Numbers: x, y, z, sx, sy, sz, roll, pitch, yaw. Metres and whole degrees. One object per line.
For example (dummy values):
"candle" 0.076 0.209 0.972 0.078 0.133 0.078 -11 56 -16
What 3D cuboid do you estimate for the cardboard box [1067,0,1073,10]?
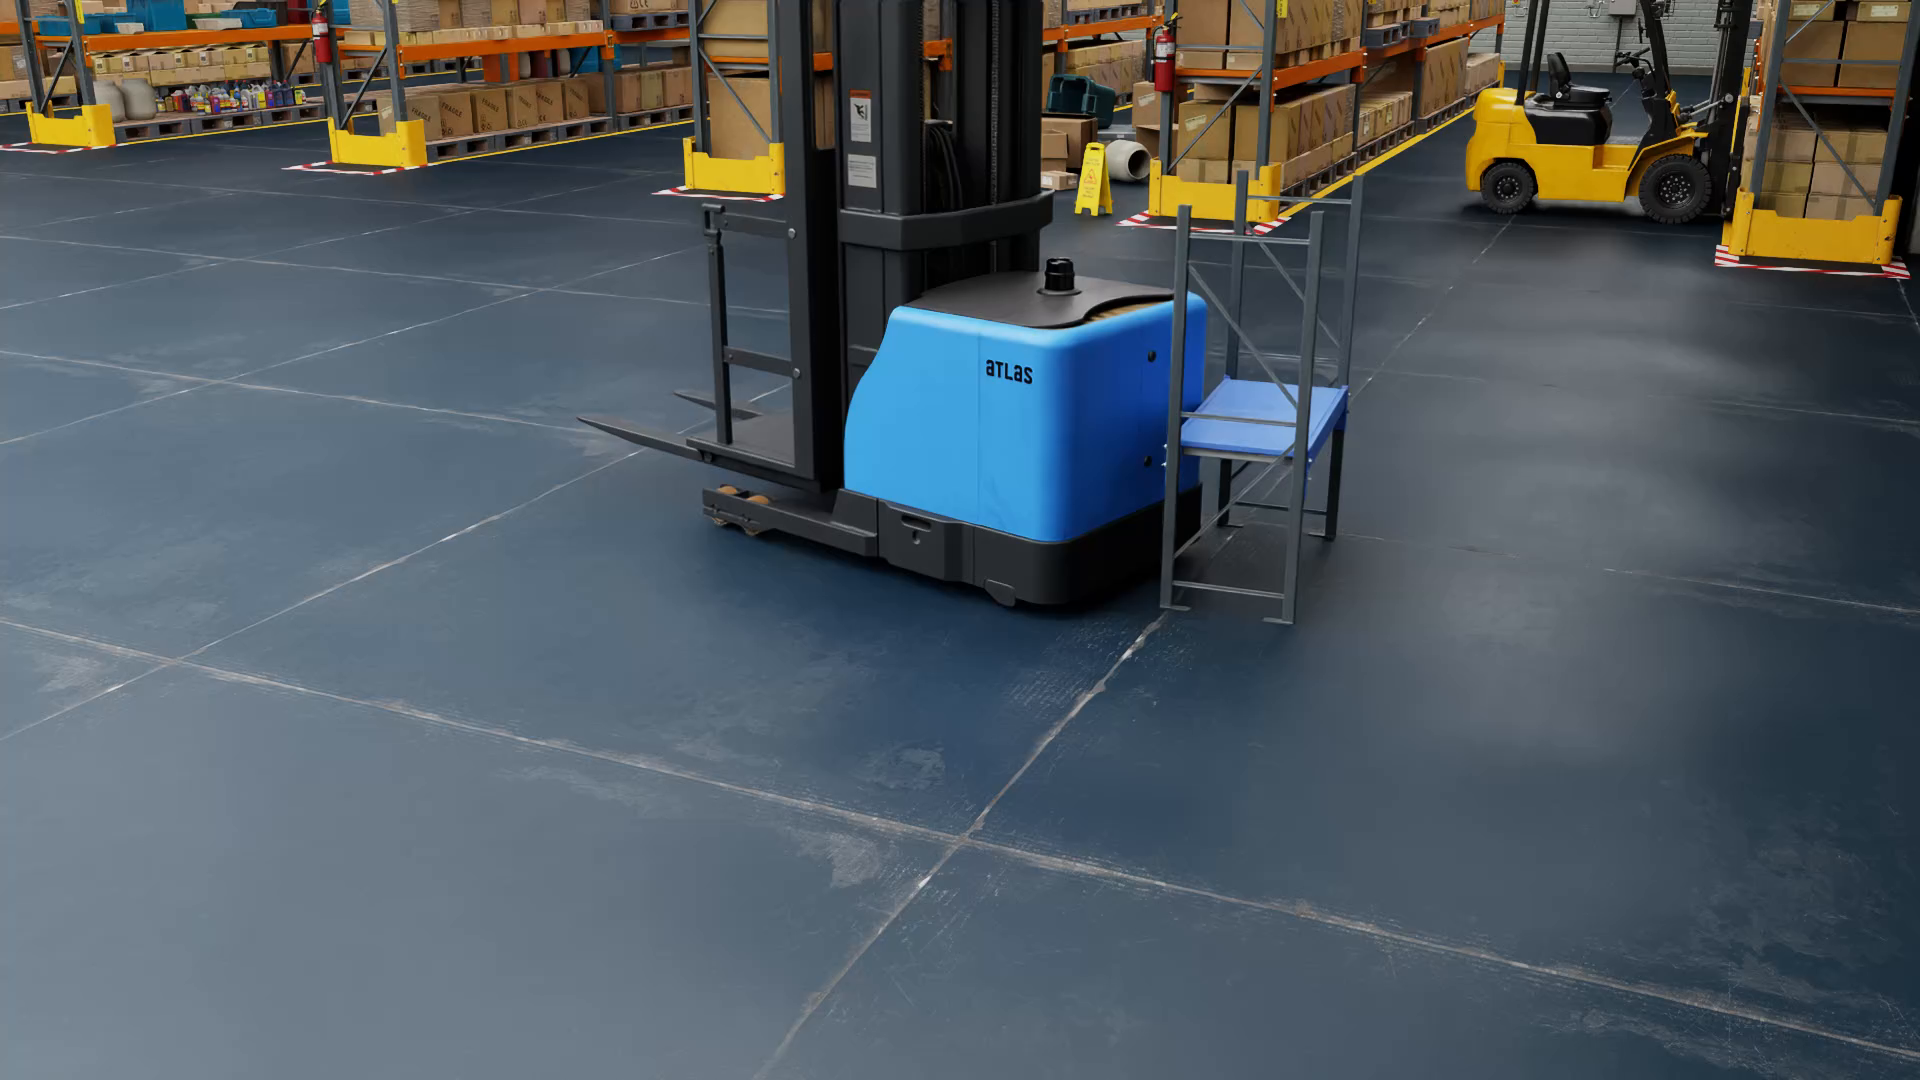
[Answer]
"cardboard box" 1.393 -7.669 23.803 0.380 0.149 0.250 8 21 22

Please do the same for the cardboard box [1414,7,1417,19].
"cardboard box" 5.447 -6.528 20.596 0.380 0.149 0.250 7 21 20

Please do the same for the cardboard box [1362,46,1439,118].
"cardboard box" 5.942 -6.228 22.549 0.875 0.875 0.875 8 21 22

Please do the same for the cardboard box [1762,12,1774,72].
"cardboard box" 7.426 -4.409 14.740 0.500 0.500 0.500 9 21 23

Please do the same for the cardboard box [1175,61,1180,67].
"cardboard box" 3.601 -8.165 28.635 0.380 0.149 0.250 8 21 22

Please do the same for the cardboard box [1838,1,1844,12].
"cardboard box" 8.133 -4.839 14.983 0.380 0.149 0.250 9 22 24

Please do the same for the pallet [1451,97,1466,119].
"pallet" 6.974 -6.494 24.915 1.003 0.211 1.213 9 21 23

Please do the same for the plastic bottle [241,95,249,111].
"plastic bottle" -9.919 -6.054 23.036 0.097 0.201 0.097 0 20 0

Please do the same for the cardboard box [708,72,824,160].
"cardboard box" -2.033 -4.448 17.542 0.875 0.875 0.875 9 21 23

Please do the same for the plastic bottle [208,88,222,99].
"plastic bottle" -10.429 -6.182 23.284 0.152 0.276 0.135 9 21 23

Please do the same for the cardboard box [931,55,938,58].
"cardboard box" -0.743 -9.349 31.324 0.875 0.875 0.875 9 21 23

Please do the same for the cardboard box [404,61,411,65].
"cardboard box" -11.006 -9.464 32.178 0.500 0.500 0.500 9 21 23

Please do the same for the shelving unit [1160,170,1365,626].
"shelving unit" 1.168 -0.585 6.375 0.538 1.500 1.048 7 21 19

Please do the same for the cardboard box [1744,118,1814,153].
"cardboard box" 6.945 -3.420 14.094 0.500 0.250 0.500 9 21 24

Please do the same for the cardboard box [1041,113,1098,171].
"cardboard box" 1.092 -4.445 18.514 0.797 0.637 0.503 9 21 23

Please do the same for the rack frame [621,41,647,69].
"rack frame" -6.338 -10.094 30.875 1.000 3.000 0.127 9 21 23

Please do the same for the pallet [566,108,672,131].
"pallet" -4.778 -5.893 23.224 1.003 0.211 1.213 9 21 23

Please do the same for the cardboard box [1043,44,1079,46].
"cardboard box" 1.486 -7.408 25.306 0.500 0.250 0.500 9 22 24

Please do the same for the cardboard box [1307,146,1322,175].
"cardboard box" 3.318 -3.821 16.712 0.500 0.250 0.500 10 22 26

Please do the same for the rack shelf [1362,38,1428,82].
"rack shelf" 4.764 -5.881 20.103 1.077 0.370 4.000 9 21 23

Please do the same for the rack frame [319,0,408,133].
"rack frame" -6.734 -5.746 18.649 1.000 3.000 0.127 9 21 23

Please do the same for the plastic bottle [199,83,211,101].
"plastic bottle" -10.575 -6.230 23.307 0.144 0.351 0.185 8 21 22

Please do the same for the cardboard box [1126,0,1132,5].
"cardboard box" 2.472 -8.478 26.080 0.380 0.149 0.250 8 21 23

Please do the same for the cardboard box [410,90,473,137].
"cardboard box" -6.249 -5.142 20.055 0.500 0.500 0.500 15 25 37

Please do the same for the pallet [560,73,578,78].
"pallet" -7.191 -8.176 29.642 1.003 0.211 1.213 9 21 23

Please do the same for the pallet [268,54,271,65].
"pallet" -14.994 -10.361 35.788 1.003 0.211 1.213 9 21 23

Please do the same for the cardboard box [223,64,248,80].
"cardboard box" -12.695 -8.102 28.750 0.500 0.250 0.500 8 21 22

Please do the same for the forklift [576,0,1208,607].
"forklift" -0.474 -1.521 6.872 3.031 2.935 1.130 16 25 37

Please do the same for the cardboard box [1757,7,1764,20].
"cardboard box" 10.032 -6.485 20.474 0.380 0.149 0.250 9 21 24

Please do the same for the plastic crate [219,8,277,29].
"plastic crate" -9.820 -7.203 22.967 0.499 0.251 0.616 9 21 23

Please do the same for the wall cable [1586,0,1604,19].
"wall cable" 12.446 -11.292 32.727 0.588 1.984 0.122 9 21 23

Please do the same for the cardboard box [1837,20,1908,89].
"cardboard box" 7.294 -3.867 13.215 0.500 0.500 0.500 9 22 24

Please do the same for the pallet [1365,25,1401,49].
"pallet" 4.391 -5.732 18.897 1.003 0.211 1.213 9 21 23

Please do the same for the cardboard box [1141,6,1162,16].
"cardboard box" 3.079 -8.626 27.122 0.380 0.149 0.250 9 22 25

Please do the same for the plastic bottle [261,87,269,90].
"plastic bottle" -9.839 -6.290 23.586 0.152 0.276 0.135 9 21 23

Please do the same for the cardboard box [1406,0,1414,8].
"cardboard box" 5.244 -6.726 20.184 0.500 0.500 0.500 7 21 19

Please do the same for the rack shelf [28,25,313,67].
"rack shelf" -10.433 -6.698 22.399 1.077 0.370 4.000 9 21 23

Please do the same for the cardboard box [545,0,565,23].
"cardboard box" -5.573 -6.879 21.241 0.875 0.500 0.500 9 21 23

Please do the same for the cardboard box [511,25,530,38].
"cardboard box" -5.543 -6.288 20.547 0.380 0.149 0.250 9 21 23

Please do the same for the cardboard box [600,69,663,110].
"cardboard box" -4.612 -6.326 23.354 0.700 0.500 0.500 8 21 22

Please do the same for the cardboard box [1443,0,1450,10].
"cardboard box" 6.444 -7.426 22.851 0.500 0.250 0.500 8 21 22

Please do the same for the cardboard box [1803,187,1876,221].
"cardboard box" 7.217 -2.732 13.650 0.500 0.250 0.500 9 21 23

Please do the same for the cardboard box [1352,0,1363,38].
"cardboard box" 3.990 -5.626 17.719 0.500 0.500 0.500 8 21 21

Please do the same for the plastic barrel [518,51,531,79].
"plastic barrel" -7.642 -8.233 28.730 0.421 0.512 0.421 0 20 0

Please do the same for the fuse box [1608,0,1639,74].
"fuse box" 13.004 -10.064 32.714 0.539 1.711 0.414 9 21 23

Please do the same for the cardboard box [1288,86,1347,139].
"cardboard box" 3.741 -4.491 17.478 0.500 0.500 0.500 9 21 24

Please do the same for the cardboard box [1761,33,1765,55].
"cardboard box" 8.443 -5.048 16.911 0.500 0.250 0.500 9 22 24

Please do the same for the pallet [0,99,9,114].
"pallet" -14.994 -6.404 24.660 1.003 0.211 1.213 9 21 23

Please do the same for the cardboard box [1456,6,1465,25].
"cardboard box" 7.058 -7.656 24.245 0.500 0.250 0.500 8 21 22

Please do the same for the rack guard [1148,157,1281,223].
"rack guard" 2.339 -3.232 15.309 1.175 0.500 0.348 9 21 23

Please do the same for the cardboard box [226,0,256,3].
"cardboard box" -12.683 -9.405 29.070 0.500 0.311 0.500 10 22 26

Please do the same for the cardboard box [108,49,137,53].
"cardboard box" -13.814 -7.971 27.545 0.500 0.311 0.500 8 21 23

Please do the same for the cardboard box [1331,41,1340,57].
"cardboard box" 3.679 -5.039 17.037 0.380 0.149 0.250 8 21 22
